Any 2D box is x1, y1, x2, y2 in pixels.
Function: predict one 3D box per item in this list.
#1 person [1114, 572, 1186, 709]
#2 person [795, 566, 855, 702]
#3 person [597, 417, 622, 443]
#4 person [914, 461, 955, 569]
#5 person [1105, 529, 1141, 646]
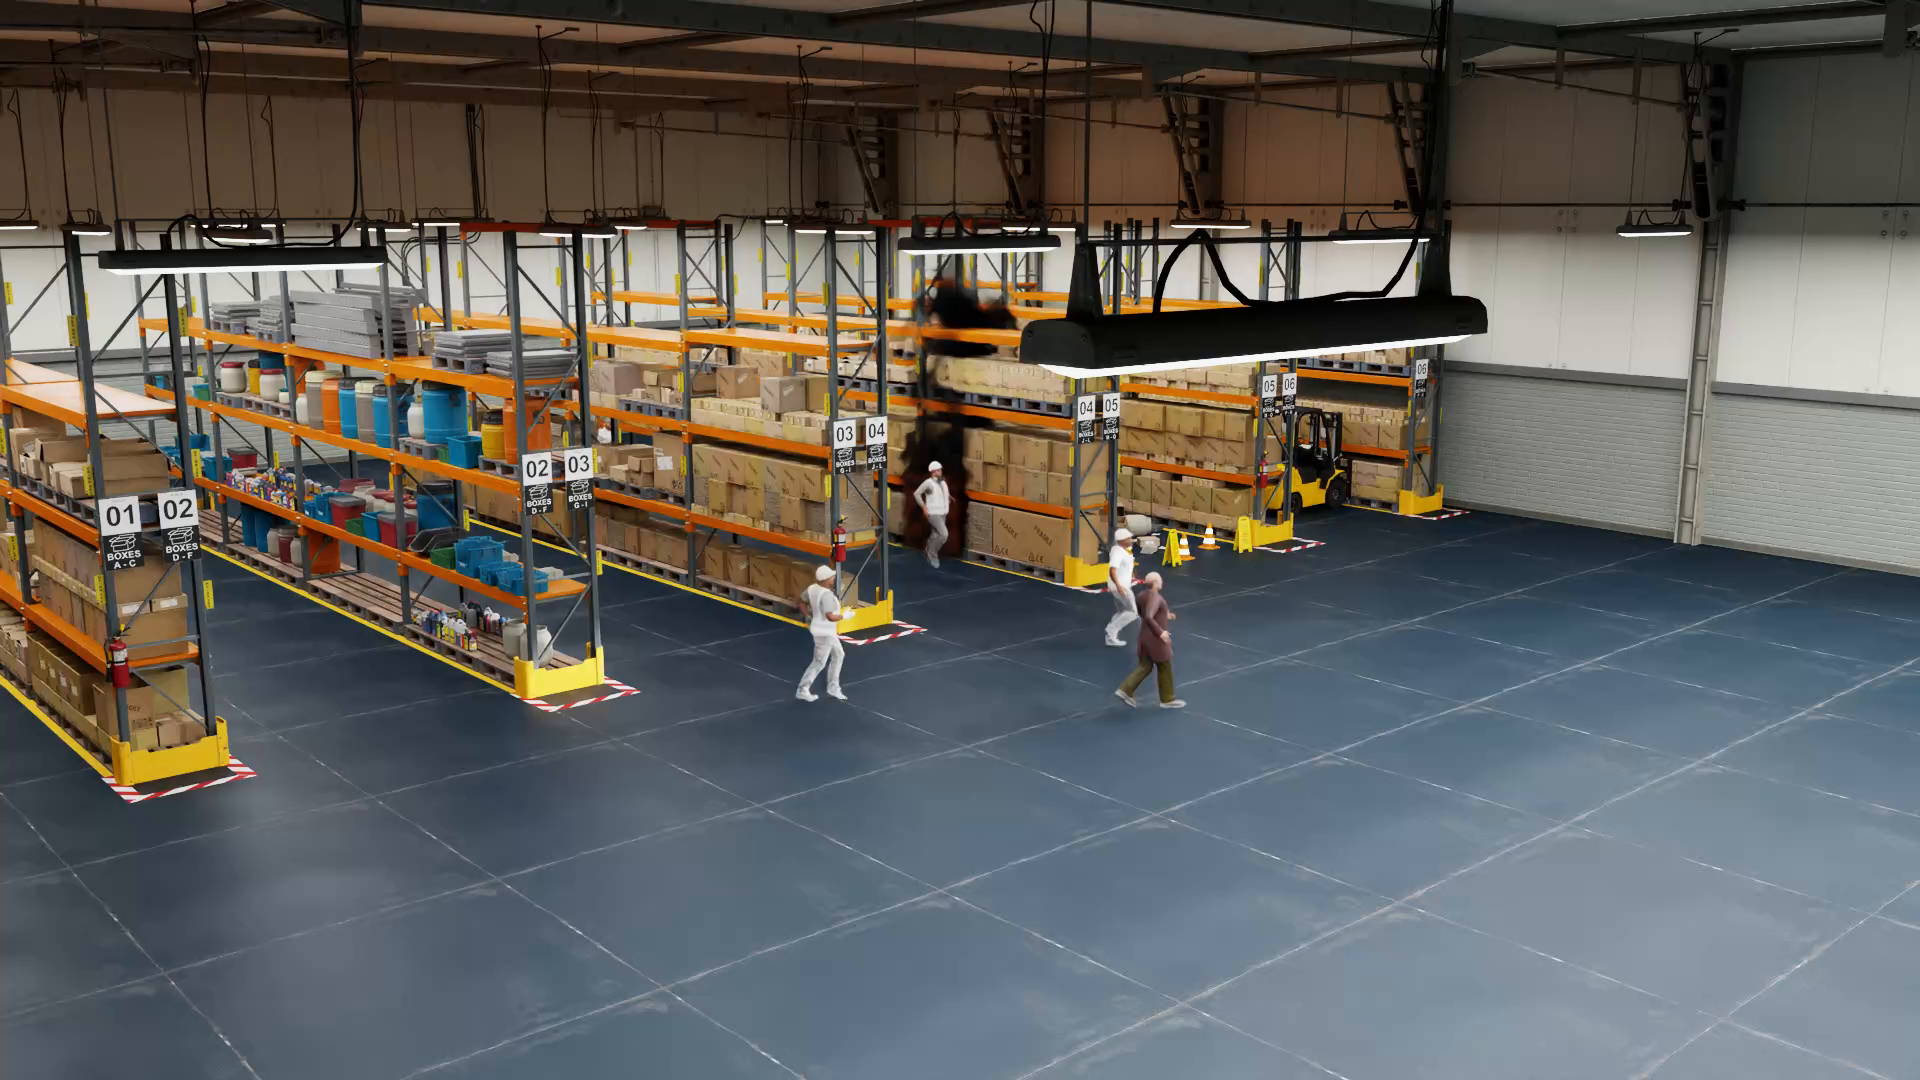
[{"bbox_3d":[2.418,1.270,20.955,0.962,1.768,0.715,-4,12,-20],"label":"person"},{"bbox_3d":[-1.738,1.233,21.294,0.790,1.838,0.661,-3,12,-14],"label":"person"},{"bbox_3d":[-7.781,-1.896,36.862,0.693,1.742,0.707,-9,15,-39],"label":"person"},{"bbox_3d":[-0.364,-0.423,28.133,0.667,1.812,0.639,8,14,35],"label":"person"},{"bbox_3d":[2.370,0.684,24.103,0.571,1.731,0.707,-1,11,-5],"label":"person"}]
